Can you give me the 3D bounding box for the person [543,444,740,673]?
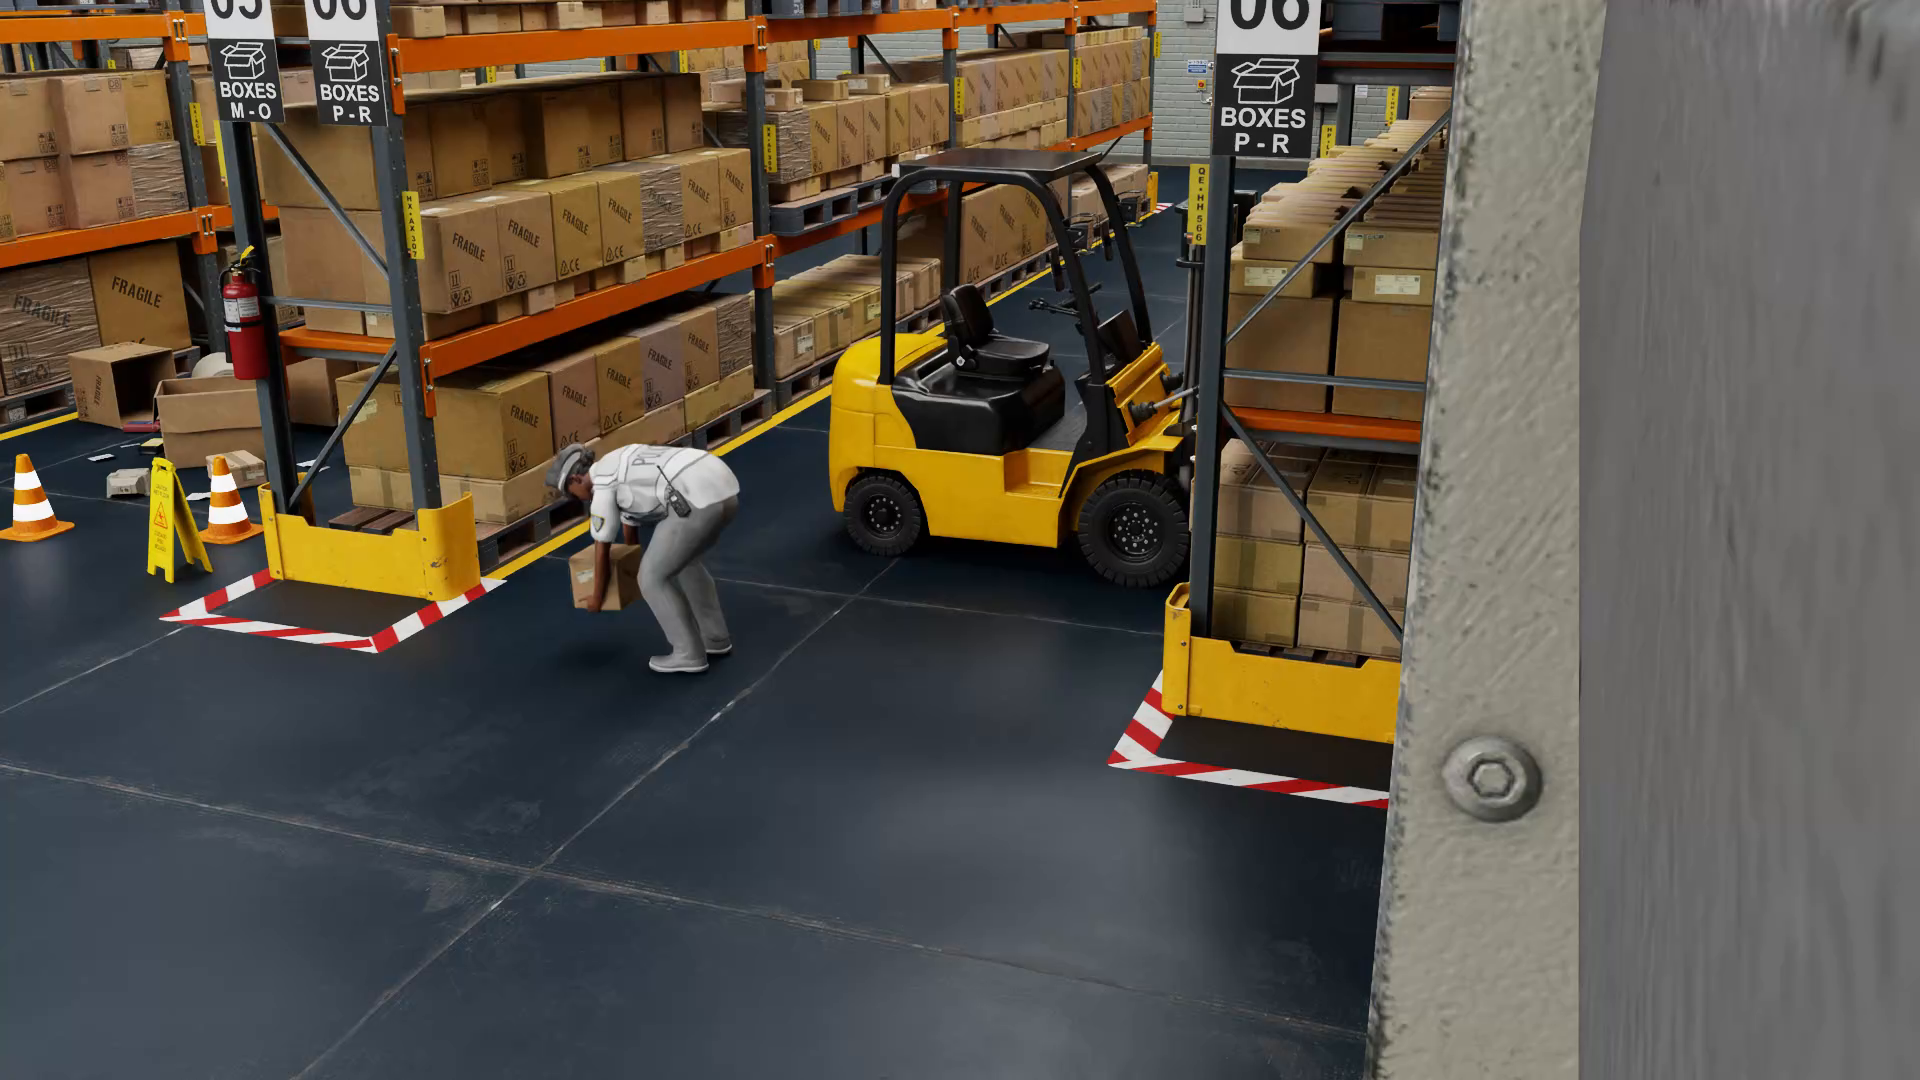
[{"bbox_3d":[-1.484,0.064,7.821,0.941,1.039,0.434,6,20,16],"label":"person"}]
